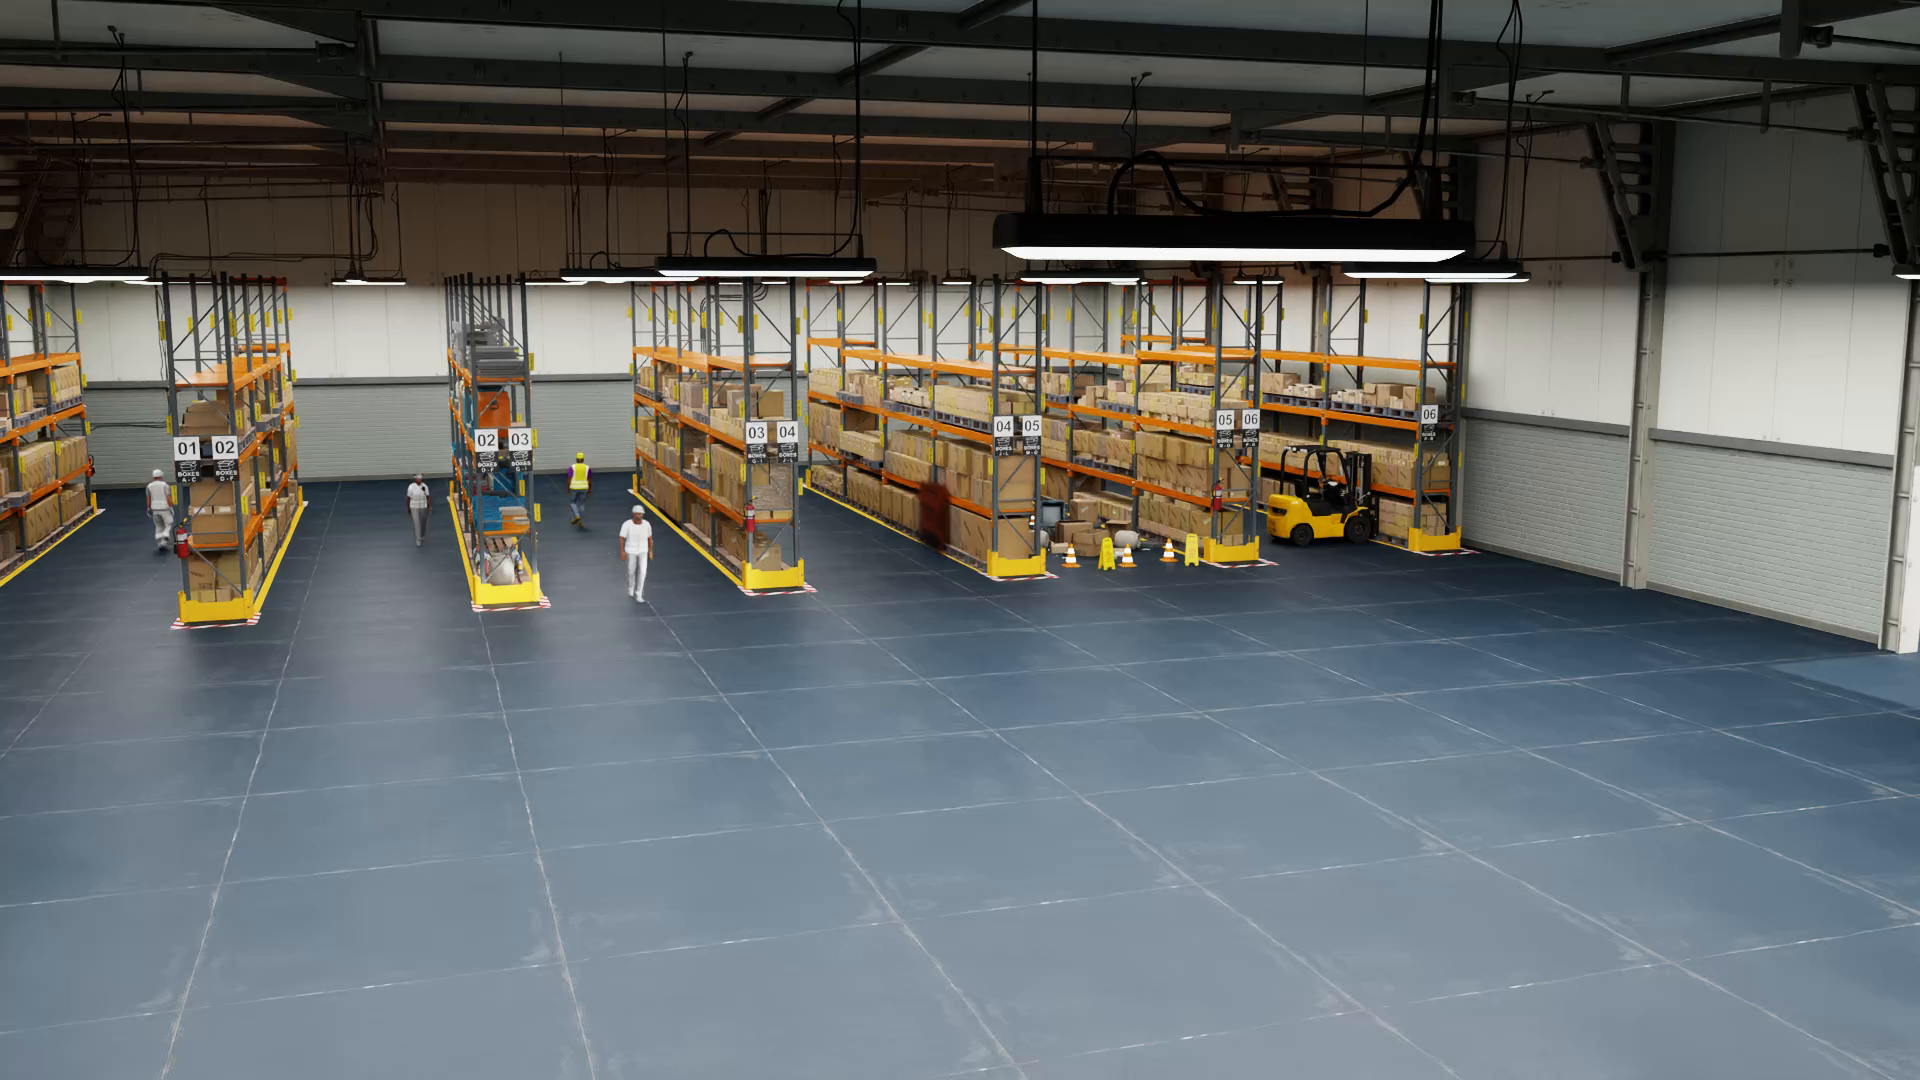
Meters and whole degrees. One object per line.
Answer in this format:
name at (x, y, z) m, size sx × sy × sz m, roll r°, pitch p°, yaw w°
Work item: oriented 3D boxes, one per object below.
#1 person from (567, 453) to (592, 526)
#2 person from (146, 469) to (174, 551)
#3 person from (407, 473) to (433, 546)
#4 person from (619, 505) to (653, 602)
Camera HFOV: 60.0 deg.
person at (-9.207, -1.223, 40.259) m, size 0.607 × 1.760 × 0.521 m, roll -3°, pitch 9°, yaw -20°
person at (-17.573, -0.654, 36.527) m, size 0.591 × 1.787 × 0.527 m, roll 1°, pitch 9°, yaw 4°
person at (-12.154, -0.726, 37.398) m, size 0.544 × 1.614 × 1.012 m, roll -3°, pitch 9°, yaw -20°
person at (-5.990, 0.248, 30.819) m, size 0.663 × 1.784 × 0.698 m, roll -4°, pitch 10°, yaw -26°
